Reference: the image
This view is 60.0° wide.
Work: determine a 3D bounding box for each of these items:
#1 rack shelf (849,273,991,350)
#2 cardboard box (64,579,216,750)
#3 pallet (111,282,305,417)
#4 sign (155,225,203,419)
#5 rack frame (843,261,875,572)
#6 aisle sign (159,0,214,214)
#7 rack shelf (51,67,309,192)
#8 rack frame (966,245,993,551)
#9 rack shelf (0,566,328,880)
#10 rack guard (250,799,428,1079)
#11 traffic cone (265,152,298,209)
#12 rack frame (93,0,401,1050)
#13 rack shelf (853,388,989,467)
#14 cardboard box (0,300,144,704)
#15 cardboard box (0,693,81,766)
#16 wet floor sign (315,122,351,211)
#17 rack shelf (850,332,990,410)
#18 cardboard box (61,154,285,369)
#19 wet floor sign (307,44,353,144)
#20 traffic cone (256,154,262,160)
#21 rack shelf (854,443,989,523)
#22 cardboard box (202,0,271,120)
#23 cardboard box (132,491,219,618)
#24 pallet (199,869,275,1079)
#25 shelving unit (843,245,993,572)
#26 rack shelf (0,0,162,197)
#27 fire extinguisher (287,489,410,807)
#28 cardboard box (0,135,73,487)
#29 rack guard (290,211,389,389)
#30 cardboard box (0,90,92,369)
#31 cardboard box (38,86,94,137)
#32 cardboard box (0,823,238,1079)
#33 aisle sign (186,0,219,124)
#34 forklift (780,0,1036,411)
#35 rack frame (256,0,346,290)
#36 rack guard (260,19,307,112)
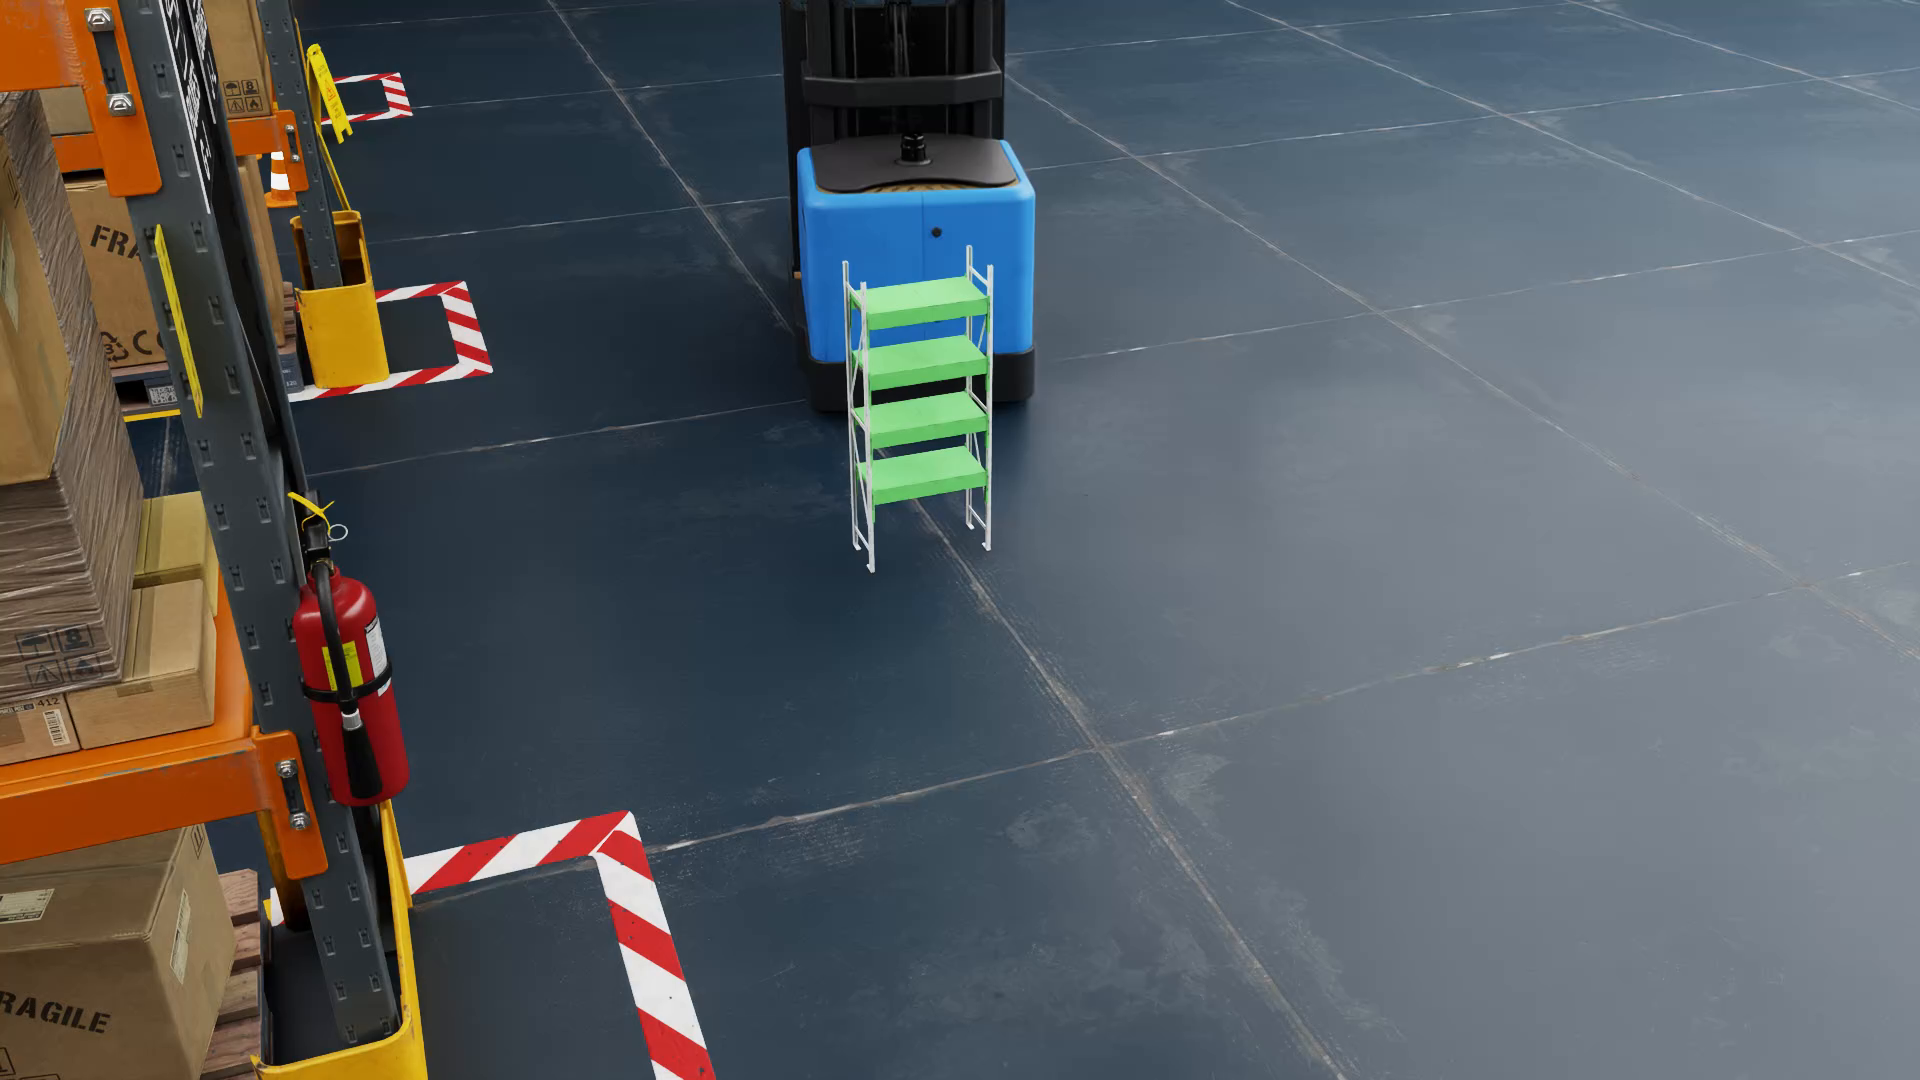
[{"bbox_3d":[-0.155,-0.854,6.197,0.480,0.148,0.258,-10,31,-18],"label":"rack shelf"},{"bbox_3d":[-1.728,0.256,3.525,0.250,0.149,0.380,-10,31,-18],"label":"cardboard box"},{"bbox_3d":[-3.890,-0.931,8.171,1.213,0.211,1.003,-10,31,-18],"label":"pallet"},{"bbox_3d":[-1.358,-0.378,2.894,0.005,0.325,0.100,-10,31,-18],"label":"sign"},{"bbox_3d":[-0.384,-0.451,6.329,0.015,1.200,0.240,-10,31,-18],"label":"rack frame"},{"bbox_3d":[-1.370,-0.999,2.848,0.004,0.787,0.394,-10,31,-18],"label":"aisle sign"},{"bbox_3d":[-5.042,-1.659,7.359,4.000,0.370,1.077,-10,31,-18],"label":"rack shelf"},{"bbox_3d":[0.074,-0.535,6.477,0.015,1.200,0.240,-10,31,-18],"label":"rack frame"},{"bbox_3d":[-3.407,0.660,3.289,4.000,0.370,1.077,-10,31,-18],"label":"rack shelf"},{"bbox_3d":[-1.604,1.101,4.313,0.348,0.500,1.175,-10,31,-18],"label":"rack guard"},{"bbox_3d":[-4.236,-2.365,10.433,0.334,0.463,0.336,-10,31,-18],"label":"traffic cone"},{"bbox_3d":[-1.533,0.002,3.717,0.127,3.000,1.000,-10,31,-18],"label":"rack frame"},{"bbox_3d":[-0.155,-0.437,6.434,0.480,0.148,0.258,-10,31,-18],"label":"rack shelf"},{"bbox_3d":[-2.058,-0.089,3.474,0.500,0.500,0.875,-10,31,-18],"label":"cardboard box"},{"bbox_3d":[-1.962,0.299,3.449,0.250,0.149,0.380,-10,31,-18],"label":"cardboard box"},{"bbox_3d":[-3.831,-2.218,9.991,0.232,0.644,0.267,-16,33,-26],"label":"wet floor sign"},{"bbox_3d":[-0.155,-0.646,6.316,0.480,0.148,0.258,-10,31,-18],"label":"rack shelf"},{"bbox_3d":[-3.780,-1.428,7.949,0.875,0.875,0.875,-10,31,-17],"label":"cardboard box"},{"bbox_3d":[-4.437,-3.109,11.556,0.232,0.644,0.267,0,30,0],"label":"wet floor sign"},{"bbox_3d":[-4.941,-2.821,11.234,0.334,0.463,0.336,-10,31,-18],"label":"traffic cone"},{"bbox_3d":[-0.155,-0.229,6.553,0.480,0.148,0.258,-10,31,-18],"label":"rack shelf"},{"bbox_3d":[-3.499,-2.297,7.600,0.550,0.550,0.875,-10,31,-18],"label":"cardboard box"},{"bbox_3d":[-1.883,0.049,3.887,0.250,0.149,0.380,-10,31,-18],"label":"cardboard box"},{"bbox_3d":[-2.378,1.350,4.167,1.213,0.211,1.003,-10,31,-18],"label":"pallet"},{"bbox_3d":[-0.155,-0.493,6.403,0.503,1.200,0.258,-10,31,-18],"label":"shelving unit"},{"bbox_3d":[-3.407,-0.644,2.546,4.000,0.370,1.077,-10,31,-18],"label":"rack shelf"},{"bbox_3d":[-1.265,0.229,3.395,0.183,0.674,0.296,-10,31,-18],"label":"fire extinguisher"},{"bbox_3d":[-1.962,-0.396,3.003,0.500,0.500,0.500,-10,31,-18],"label":"cardboard box"},{"bbox_3d":[-3.145,-1.235,8.413,0.348,0.500,1.175,-10,31,-18],"label":"rack guard"},{"bbox_3d":[-2.143,-0.637,3.426,0.500,0.500,0.500,-10,31,-18],"label":"cardboard box"},{"bbox_3d":[-4.007,-2.192,7.416,0.550,0.550,0.875,-10,31,-18],"label":"cardboard box"},{"bbox_3d":[-2.124,1.005,4.056,0.500,0.500,0.500,-5,30,-8],"label":"cardboard box"},{"bbox_3d":[-1.579,-1.278,3.336,0.004,0.787,0.394,-10,31,-18],"label":"aisle sign"},{"bbox_3d":[-0.356,-2.572,8.304,1.130,2.935,3.031,-4,30,-7],"label":"forklift"},{"bbox_3d":[-3.167,-2.317,7.787,0.127,3.000,1.000,-10,31,-18],"label":"rack frame"},{"bbox_3d":[-5.059,-3.497,12.383,0.348,0.500,1.175,-10,31,-18],"label":"rack guard"}]
